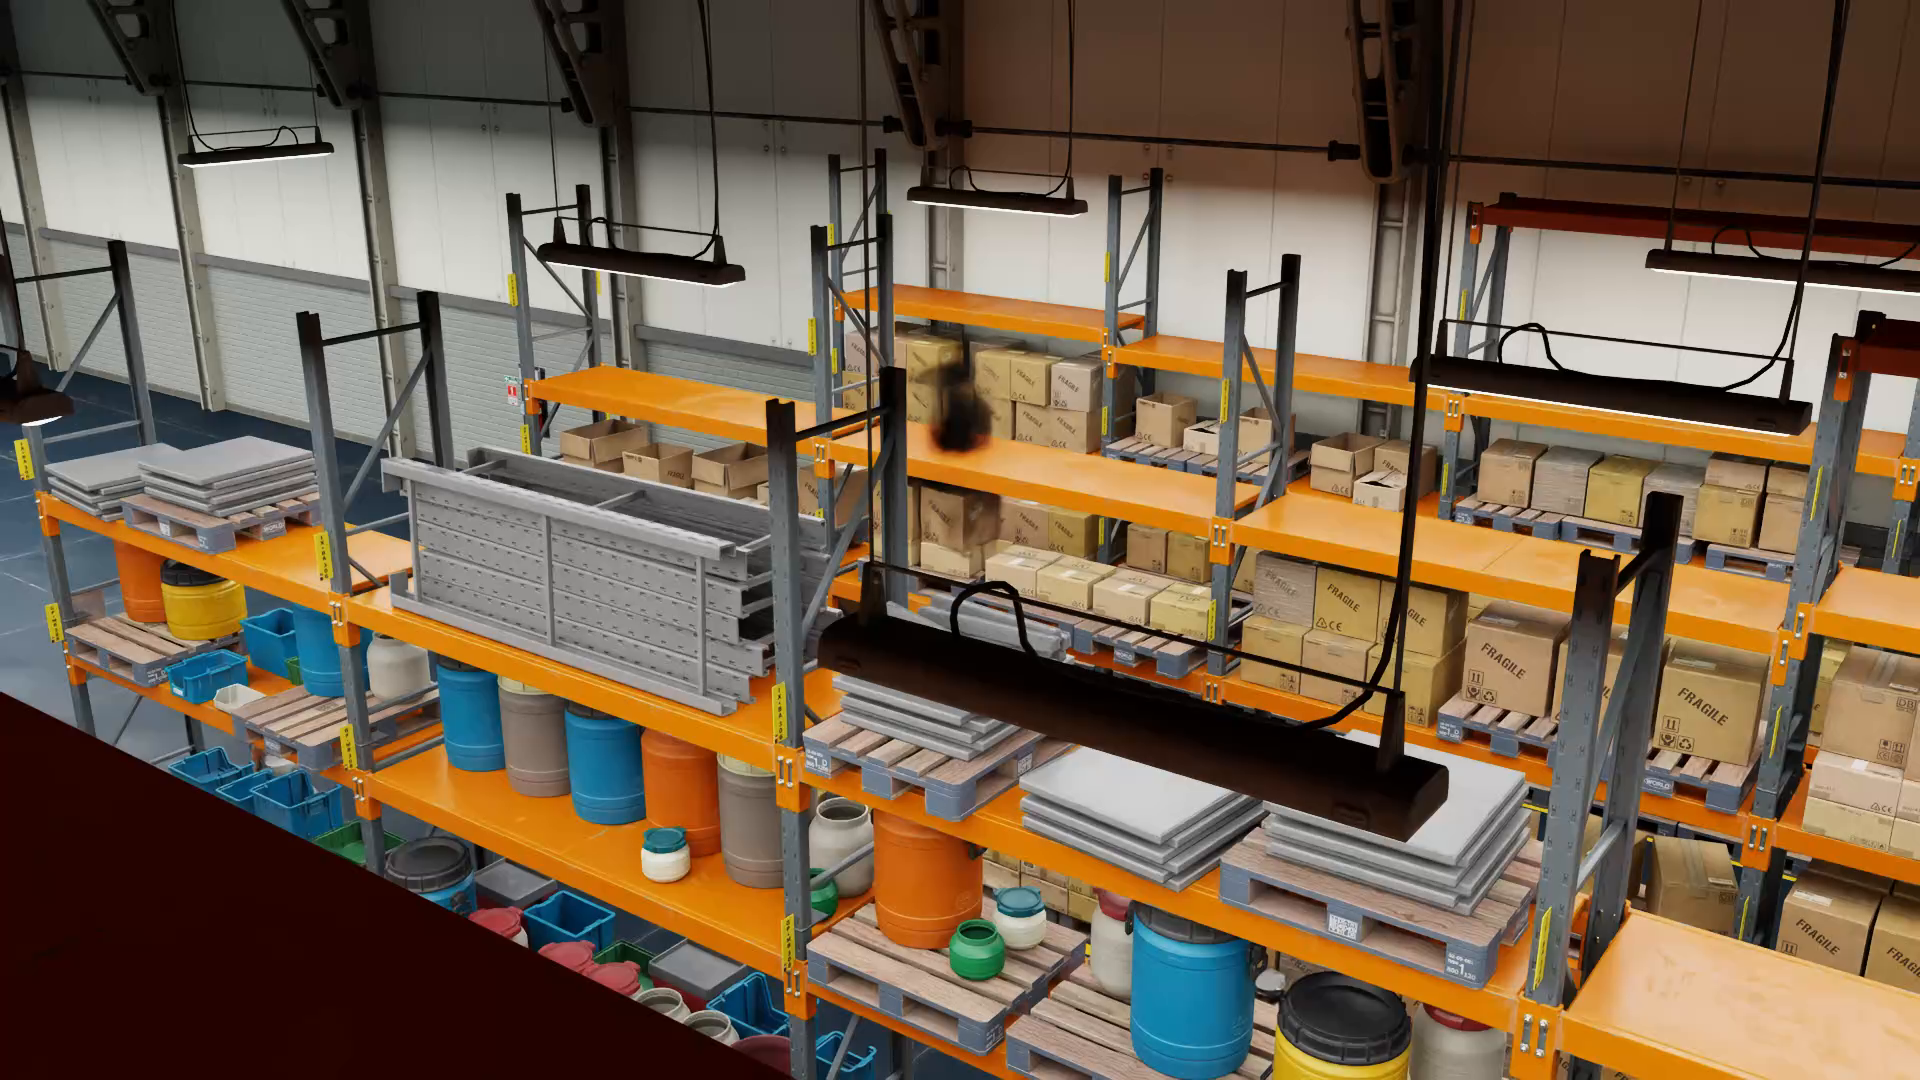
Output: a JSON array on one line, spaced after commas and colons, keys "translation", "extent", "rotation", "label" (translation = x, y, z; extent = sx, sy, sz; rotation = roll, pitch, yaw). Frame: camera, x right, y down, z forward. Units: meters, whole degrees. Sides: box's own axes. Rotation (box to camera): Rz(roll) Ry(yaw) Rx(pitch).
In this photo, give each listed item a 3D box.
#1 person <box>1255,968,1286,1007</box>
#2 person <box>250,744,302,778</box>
[{"translation": [2.185, 3.731, 11.411], "extent": [0.598, 1.597, 0.690], "rotation": [-15, 24, -38], "label": "person"}, {"translation": [-6.503, 2.152, 16.040], "extent": [0.512, 1.643, 0.573], "rotation": [10, 21, 28], "label": "person"}]
